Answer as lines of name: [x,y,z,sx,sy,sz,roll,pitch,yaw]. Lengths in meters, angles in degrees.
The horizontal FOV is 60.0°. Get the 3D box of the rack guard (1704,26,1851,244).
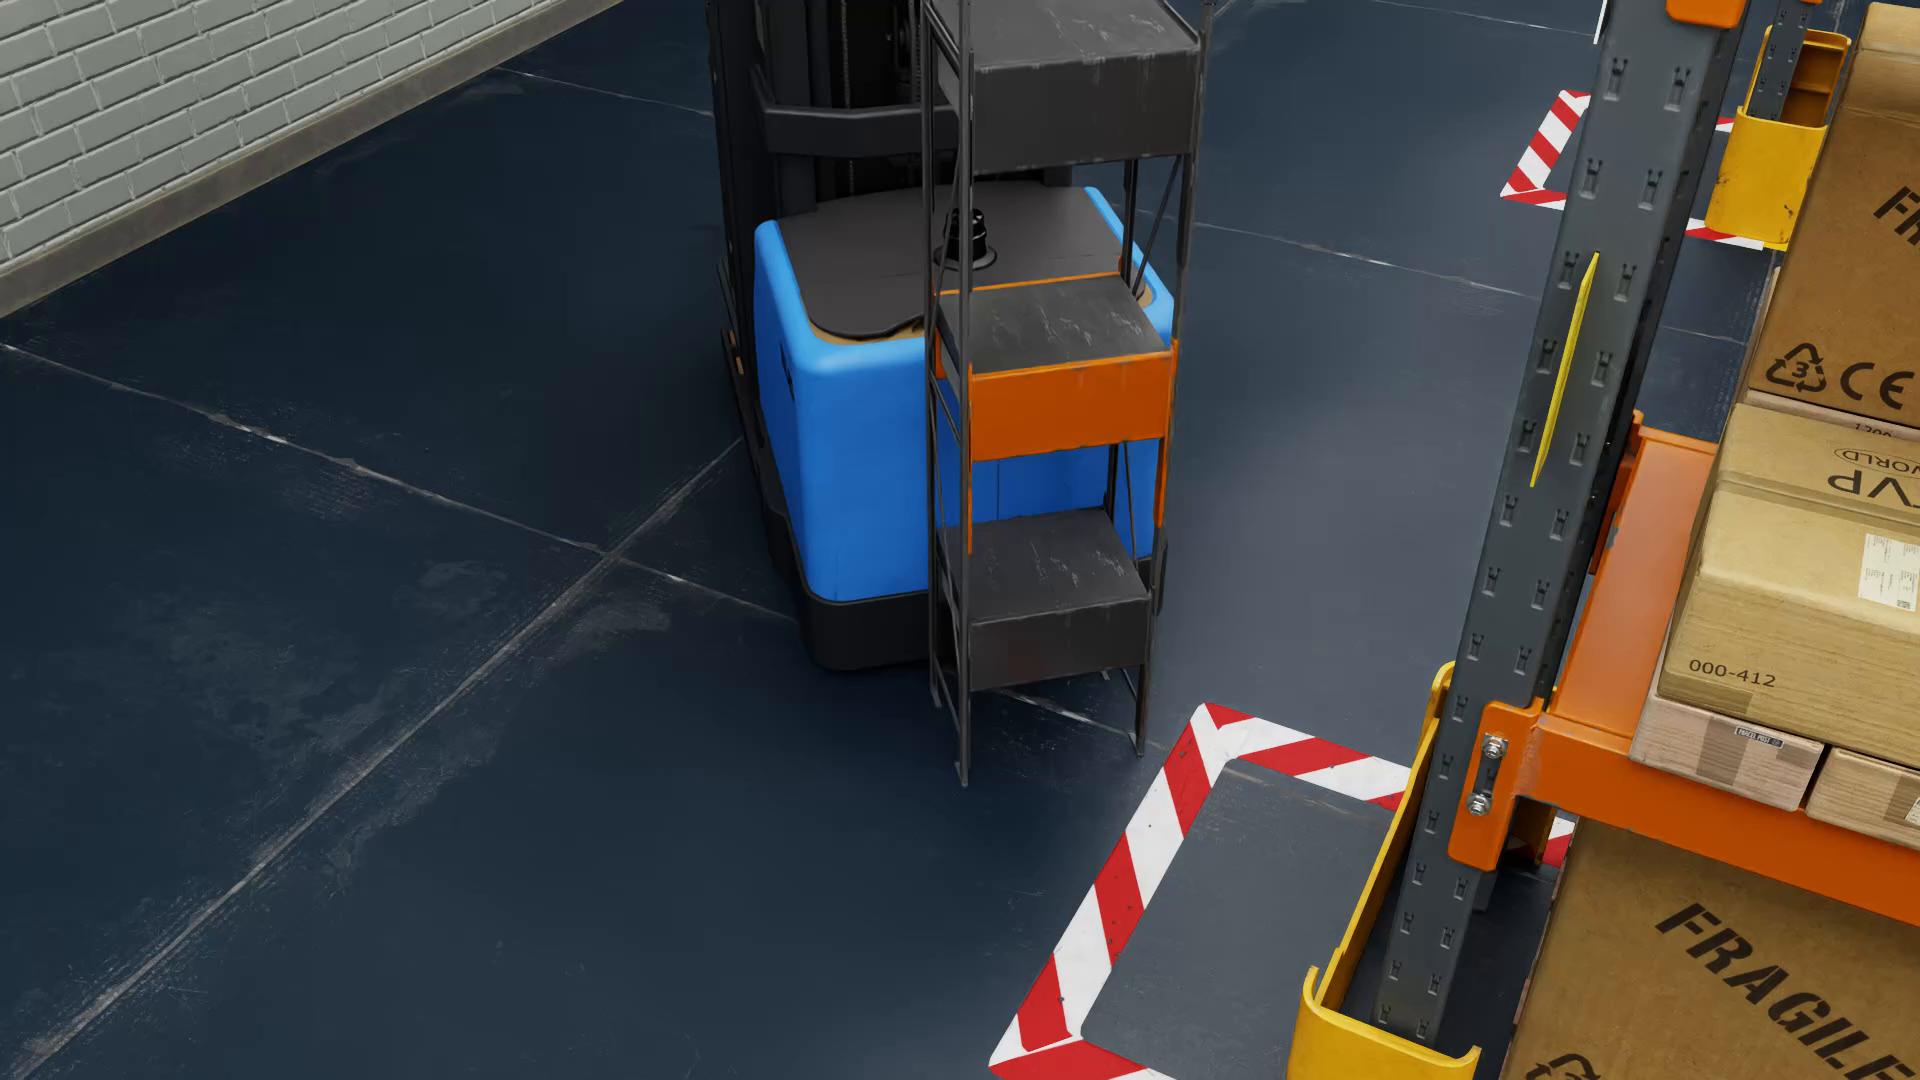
rack guard: [3.530,-1.767,7.165,0.348,0.500,1.175,17,41,21]

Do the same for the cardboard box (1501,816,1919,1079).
cardboard box: [1.697,0.665,3.303,0.875,0.875,0.875,17,41,21]

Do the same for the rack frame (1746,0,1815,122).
rack frame: [3.462,-2.784,6.437,0.127,3.000,1.000,17,41,21]

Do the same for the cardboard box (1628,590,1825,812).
cardboard box: [1.255,0.227,2.678,0.250,0.149,0.380,18,41,22]

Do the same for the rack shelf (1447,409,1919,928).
rack shelf: [2.868,0.693,2.451,4.000,0.370,1.077,17,41,21]

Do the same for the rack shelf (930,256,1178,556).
rack shelf: [0.205,-0.323,3.962,0.480,0.518,0.431,-8,38,-11]

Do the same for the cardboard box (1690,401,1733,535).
cardboard box: [1.559,-0.127,3.144,0.250,0.149,0.380,18,41,22]

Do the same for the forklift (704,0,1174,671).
forklift: [-0.244,-1.695,5.059,1.130,2.935,3.031,-8,38,-11]

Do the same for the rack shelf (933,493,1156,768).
rack shelf: [0.205,0.234,4.385,0.480,0.518,0.431,-8,38,-11]

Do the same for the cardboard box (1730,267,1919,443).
cardboard box: [1.644,-0.216,2.931,0.500,0.250,0.500,17,40,21]

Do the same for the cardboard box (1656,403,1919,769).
cardboard box: [1.394,0.070,2.554,0.500,0.250,0.500,16,40,20]

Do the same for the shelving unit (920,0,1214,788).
shelving unit: [0.205,-0.334,3.953,0.503,2.100,0.431,-8,38,-11]

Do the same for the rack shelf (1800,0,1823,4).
rack shelf: [5.238,-1.941,5.922,4.000,0.370,1.077,17,41,21]

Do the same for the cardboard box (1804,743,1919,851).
cardboard box: [1.484,0.297,2.585,0.250,0.149,0.380,17,40,21]

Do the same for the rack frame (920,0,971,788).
rack frame: [-0.033,-0.300,3.909,0.015,2.100,0.400,-8,38,-11]

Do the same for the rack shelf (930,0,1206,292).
rack shelf: [0.205,-0.881,3.538,0.480,0.518,0.431,-8,38,-11]

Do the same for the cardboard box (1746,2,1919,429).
cardboard box: [1.645,-0.512,2.702,0.500,0.500,0.500,18,41,22]

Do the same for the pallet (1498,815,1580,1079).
pallet: [1.838,1.142,3.571,1.213,0.211,1.003,17,41,21]

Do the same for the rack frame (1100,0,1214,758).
rack frame: [0.442,-0.368,3.998,0.015,2.100,0.400,-8,38,-11]

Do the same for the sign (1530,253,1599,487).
sign: [0.831,-0.229,2.290,0.005,0.325,0.100,17,41,21]

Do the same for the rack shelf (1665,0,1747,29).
rack shelf: [2.868,-0.501,1.544,4.000,0.370,1.077,17,41,21]

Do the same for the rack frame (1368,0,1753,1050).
rack frame: [1.092,-0.149,2.966,0.127,3.000,1.000,17,41,21]

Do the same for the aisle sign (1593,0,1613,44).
aisle sign: [0.890,-1.044,1.994,0.004,0.787,0.394,17,41,21]

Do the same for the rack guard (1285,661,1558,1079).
rack guard: [1.070,0.840,3.730,0.348,0.500,1.175,17,41,21]
